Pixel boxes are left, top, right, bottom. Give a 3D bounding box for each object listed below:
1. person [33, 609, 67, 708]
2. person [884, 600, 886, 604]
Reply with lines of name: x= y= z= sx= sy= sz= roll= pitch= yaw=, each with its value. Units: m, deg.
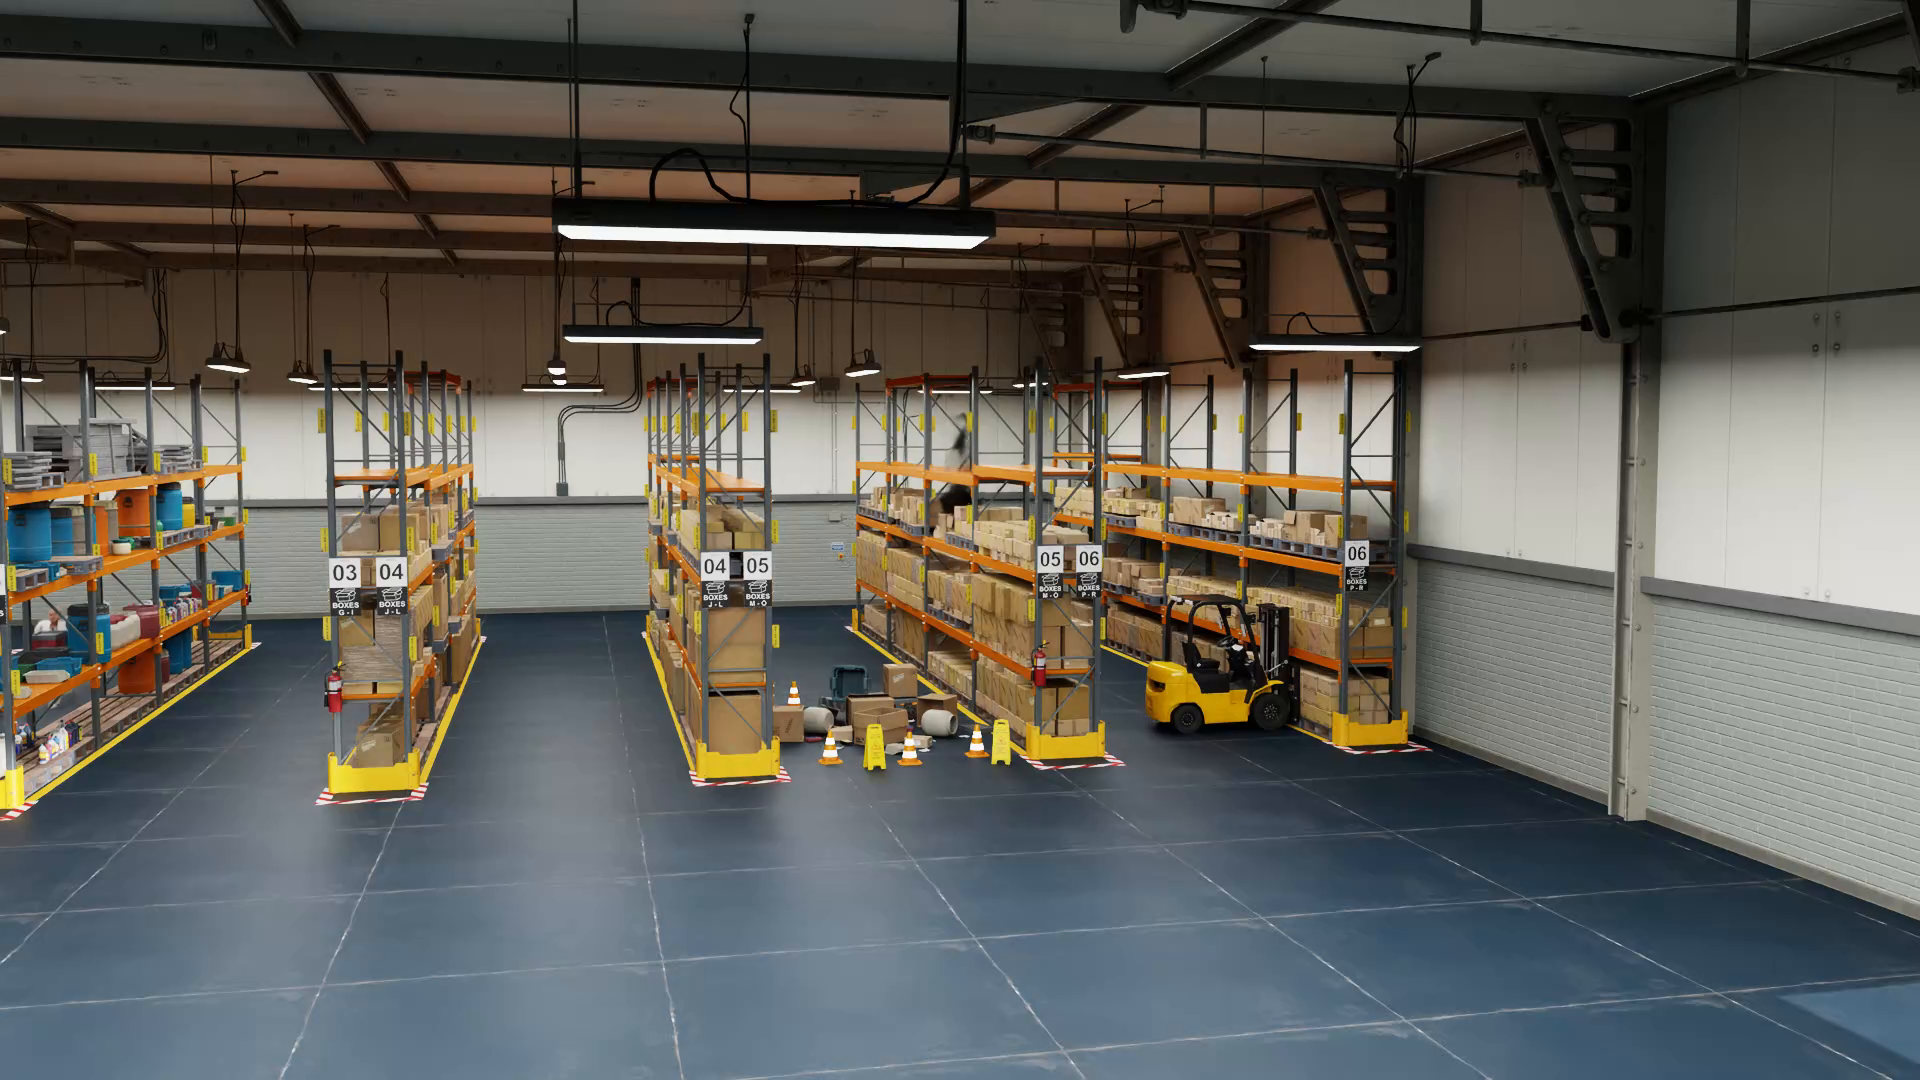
person: x=-16.167 y=2.090 z=29.725 sx=0.718 sy=1.773 sz=0.932 roll=-1 pitch=4 yaw=-14
person: x=-1.638 y=1.218 z=41.538 sx=0.936 sy=1.782 sz=0.719 roll=1 pitch=4 yaw=15
